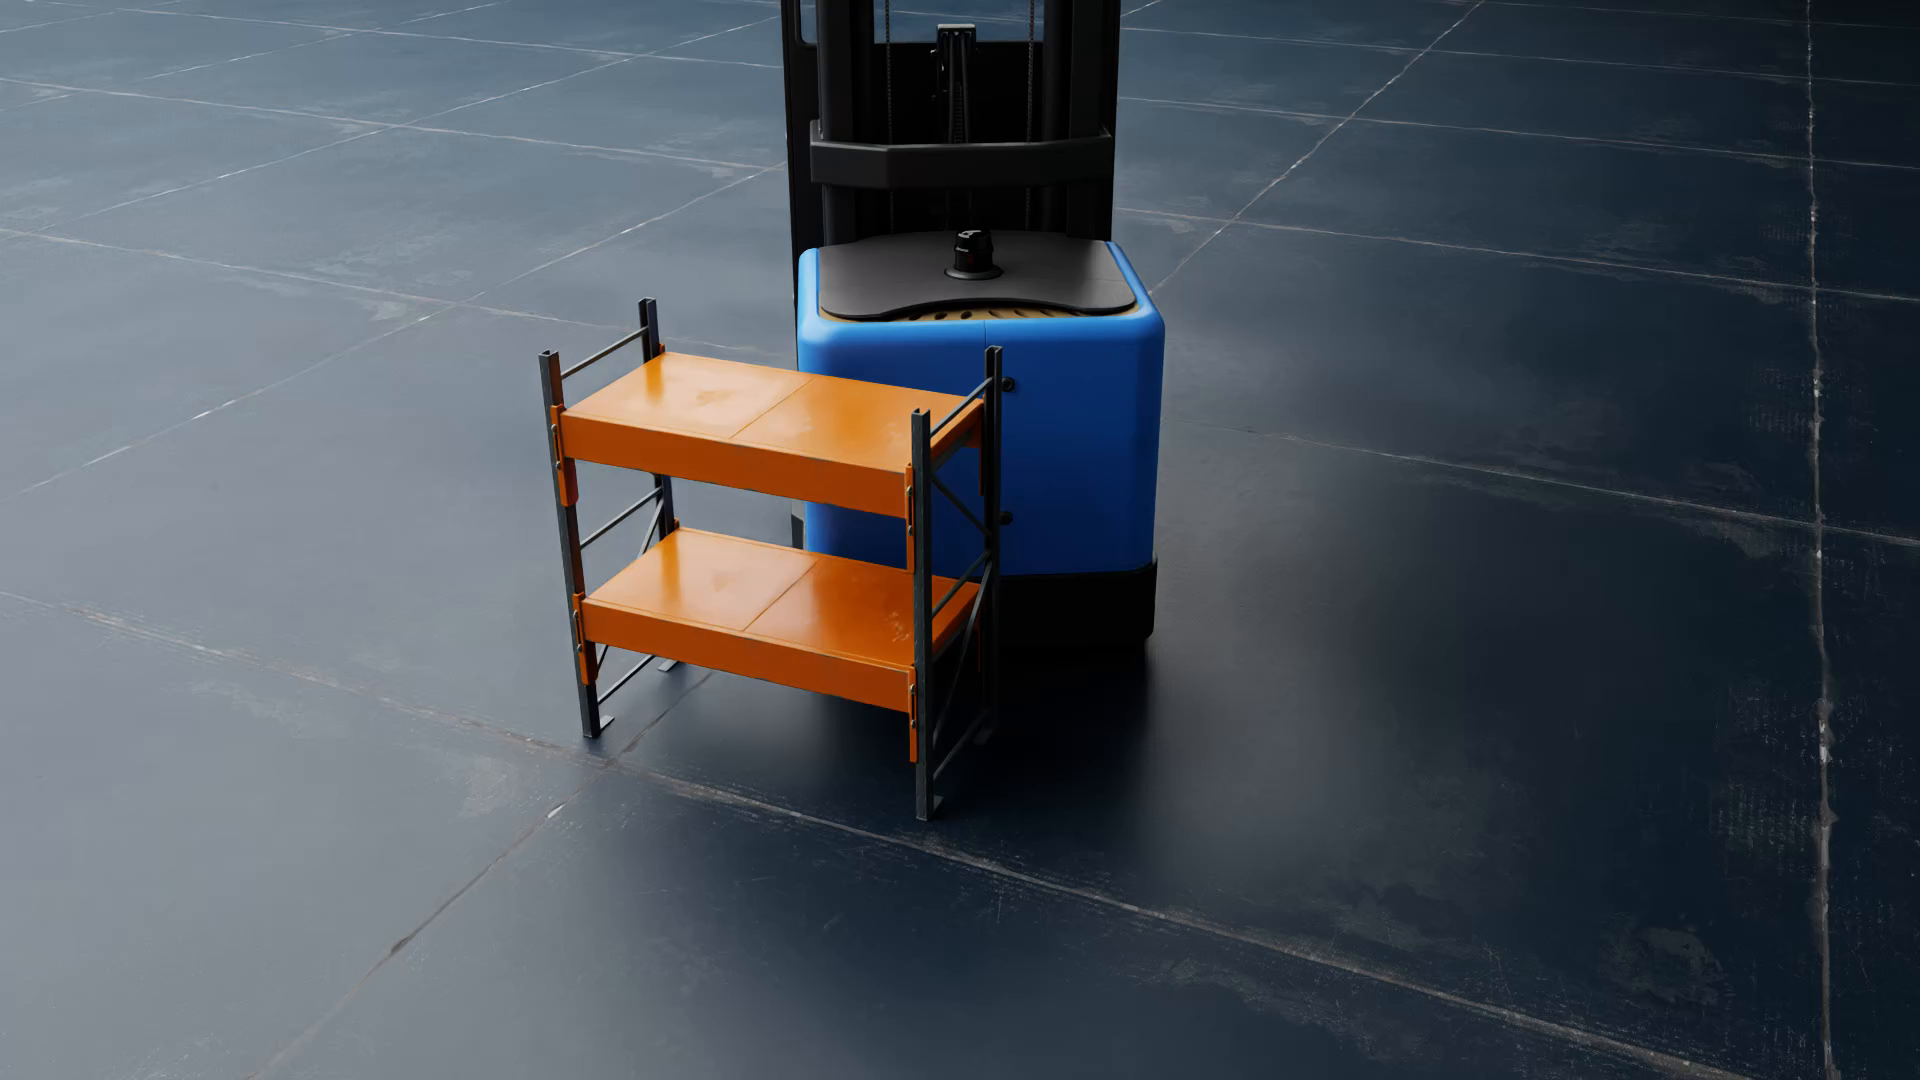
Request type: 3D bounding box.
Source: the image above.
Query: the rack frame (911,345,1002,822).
[{"bbox_3d":[-0.003,0.117,4.239,0.032,1.125,0.500,10,28,20],"label":"rack frame"}]

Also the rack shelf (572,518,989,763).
[{"bbox_3d":[-0.472,0.250,4.523,1.000,0.278,0.538,10,28,20],"label":"rack shelf"}]

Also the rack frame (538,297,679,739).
[{"bbox_3d":[-0.941,-0.056,4.590,0.032,1.125,0.500,10,28,20],"label":"rack frame"}]

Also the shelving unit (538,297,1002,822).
[{"bbox_3d":[-0.472,0.030,4.415,1.048,1.125,0.538,10,28,20],"label":"shelving unit"}]

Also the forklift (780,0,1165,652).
[{"bbox_3d":[-0.050,-1.590,5.662,1.130,2.935,3.031,-2,26,-4],"label":"forklift"}]

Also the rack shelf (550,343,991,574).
[{"bbox_3d":[-0.472,-0.232,4.286,1.000,0.278,0.538,10,28,20],"label":"rack shelf"}]
